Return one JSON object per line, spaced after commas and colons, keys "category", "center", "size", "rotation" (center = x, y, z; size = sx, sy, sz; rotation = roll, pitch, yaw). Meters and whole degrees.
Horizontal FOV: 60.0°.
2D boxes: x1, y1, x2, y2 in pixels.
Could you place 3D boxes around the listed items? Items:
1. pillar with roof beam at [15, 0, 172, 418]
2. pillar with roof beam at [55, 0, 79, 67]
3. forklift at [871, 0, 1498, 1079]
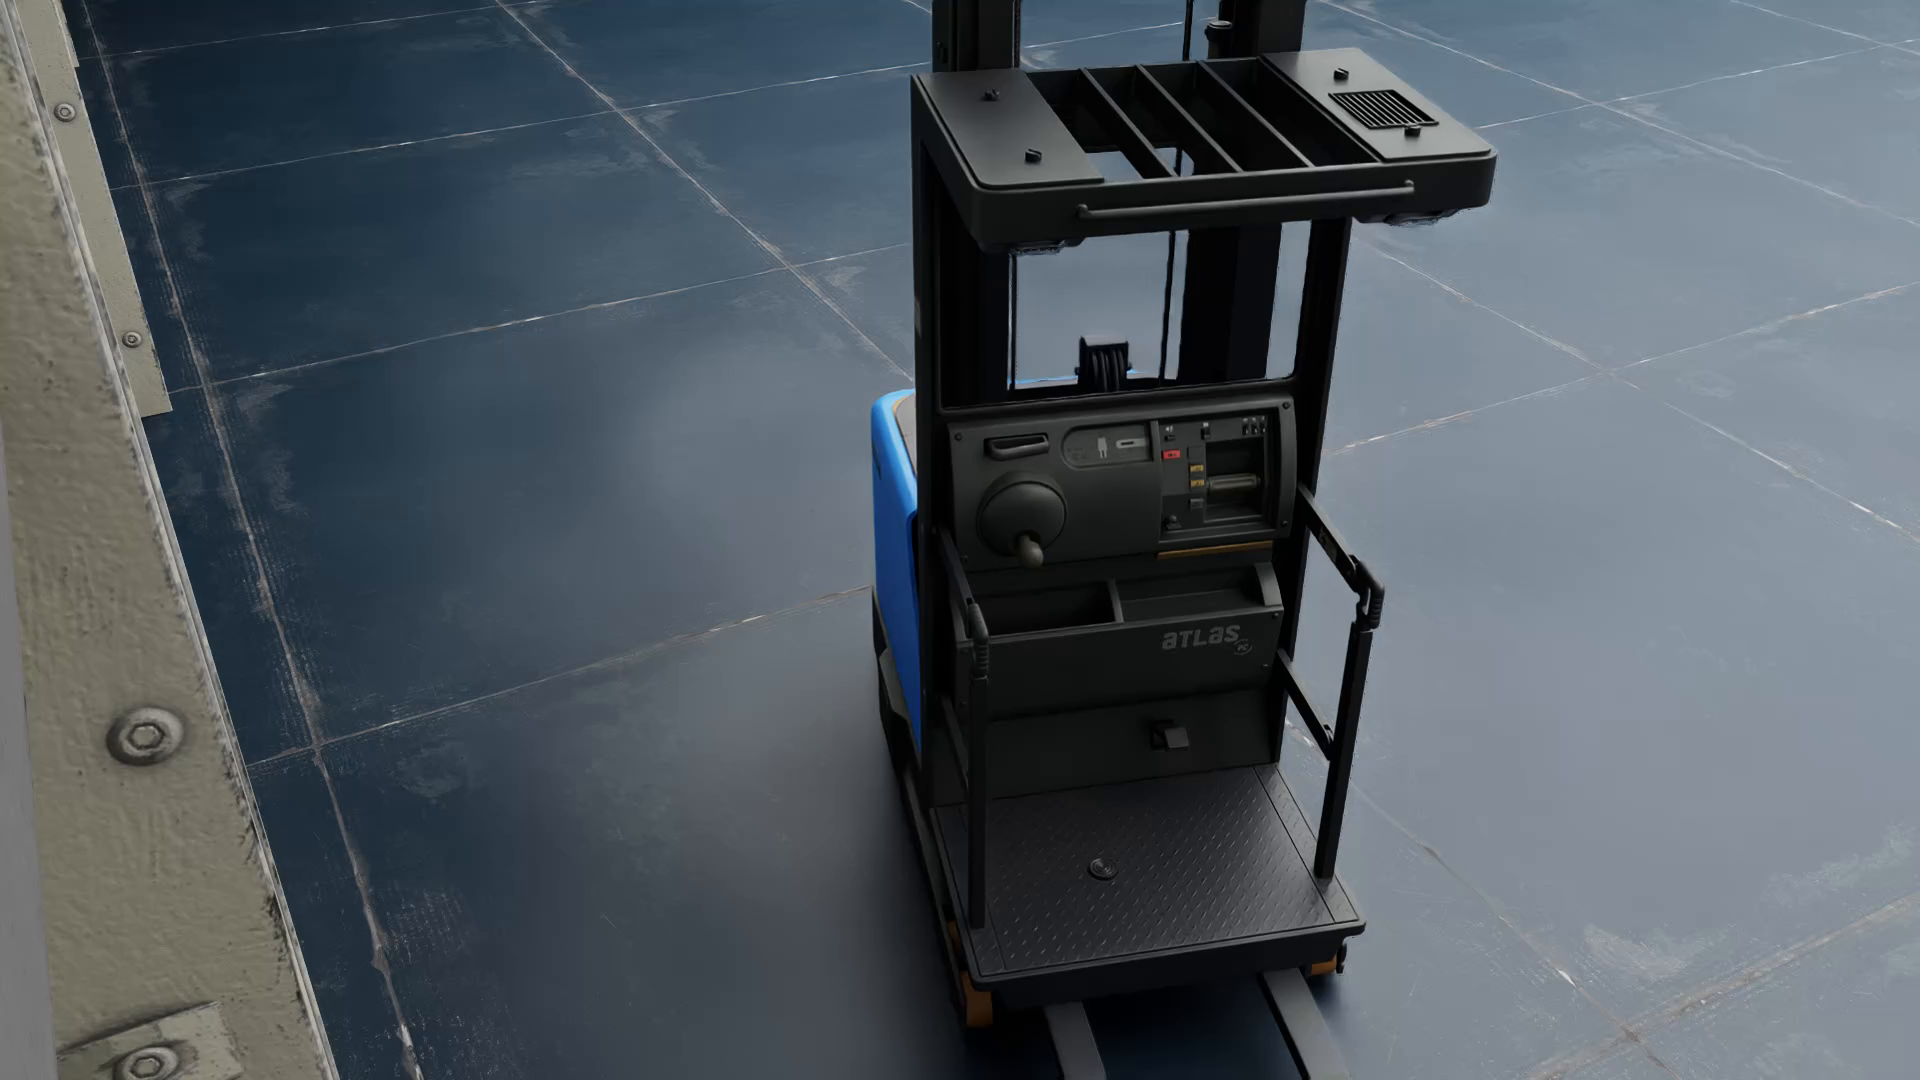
{"category": "pillar with roof beam", "center": [-0.059, -5.525, 7.032], "size": [9.100, 9.000, 0.400], "rotation": [-16, 36, -23]}
{"category": "pillar with roof beam", "center": [-2.856, -8.388, 11.501], "size": [9.100, 9.000, 0.400], "rotation": [-16, 36, -23]}
{"category": "forklift", "center": [0.477, -0.095, 4.182], "size": [1.130, 2.935, 3.031], "rotation": [-6, 33, -9]}
